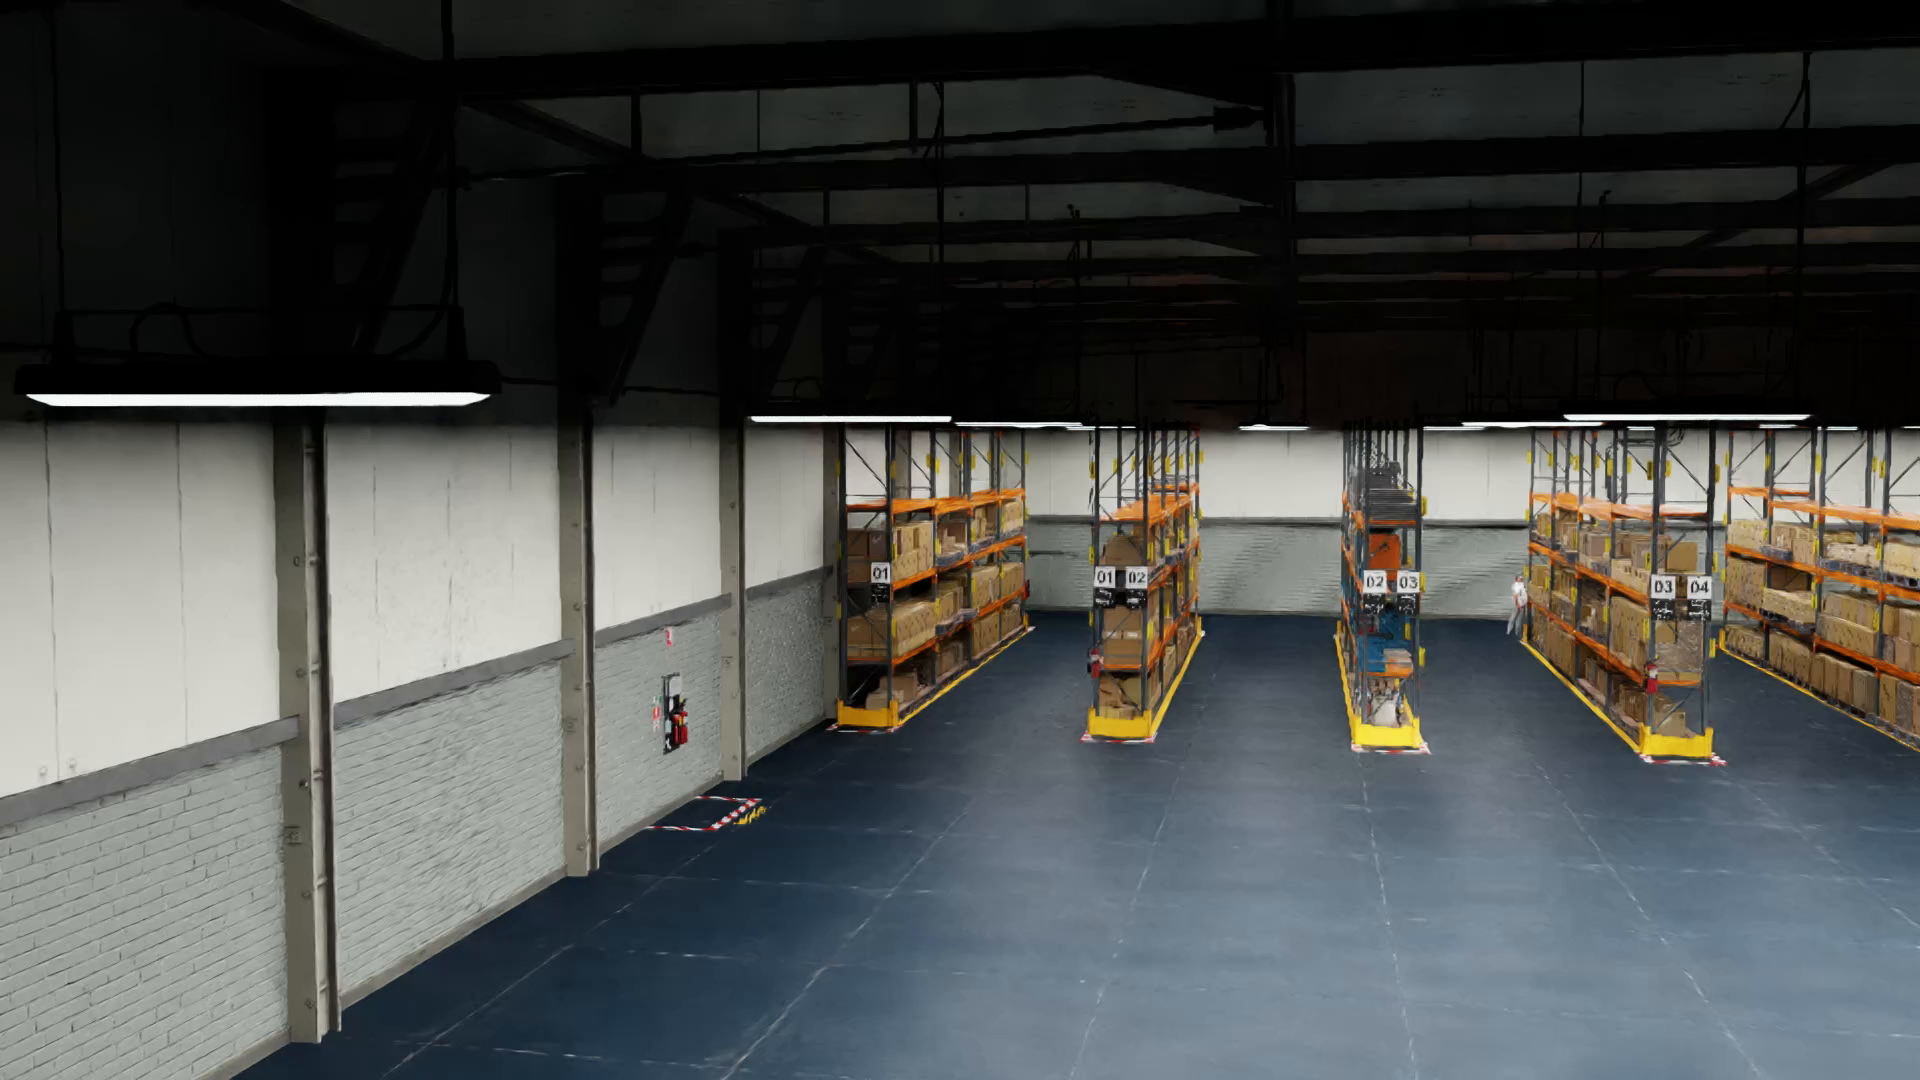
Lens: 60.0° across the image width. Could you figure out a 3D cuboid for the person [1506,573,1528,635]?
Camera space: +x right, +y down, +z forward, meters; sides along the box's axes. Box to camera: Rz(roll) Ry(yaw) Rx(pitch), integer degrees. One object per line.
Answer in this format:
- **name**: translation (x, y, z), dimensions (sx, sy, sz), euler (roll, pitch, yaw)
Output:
- **person**: translation (15.704, 1.806, 46.886), dimensions (0.476, 1.756, 0.727), euler (3, 5, 41)
